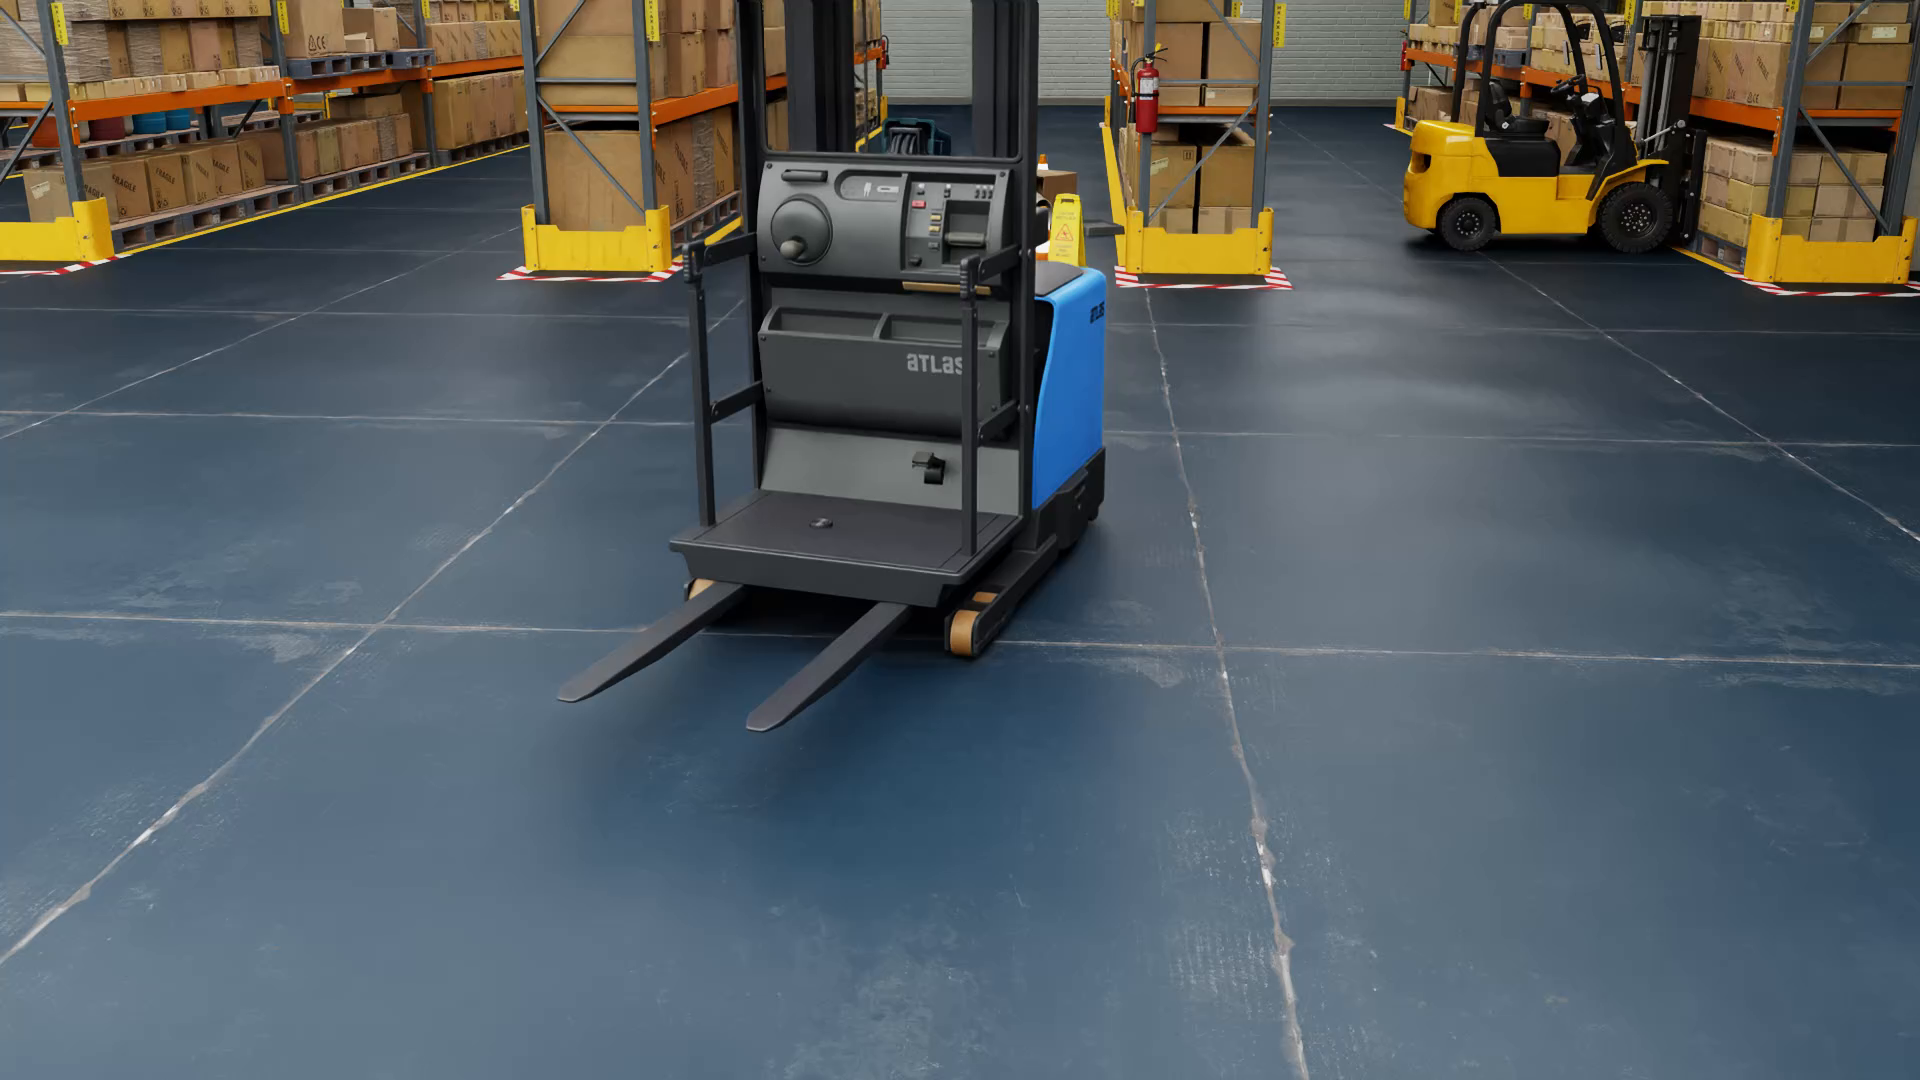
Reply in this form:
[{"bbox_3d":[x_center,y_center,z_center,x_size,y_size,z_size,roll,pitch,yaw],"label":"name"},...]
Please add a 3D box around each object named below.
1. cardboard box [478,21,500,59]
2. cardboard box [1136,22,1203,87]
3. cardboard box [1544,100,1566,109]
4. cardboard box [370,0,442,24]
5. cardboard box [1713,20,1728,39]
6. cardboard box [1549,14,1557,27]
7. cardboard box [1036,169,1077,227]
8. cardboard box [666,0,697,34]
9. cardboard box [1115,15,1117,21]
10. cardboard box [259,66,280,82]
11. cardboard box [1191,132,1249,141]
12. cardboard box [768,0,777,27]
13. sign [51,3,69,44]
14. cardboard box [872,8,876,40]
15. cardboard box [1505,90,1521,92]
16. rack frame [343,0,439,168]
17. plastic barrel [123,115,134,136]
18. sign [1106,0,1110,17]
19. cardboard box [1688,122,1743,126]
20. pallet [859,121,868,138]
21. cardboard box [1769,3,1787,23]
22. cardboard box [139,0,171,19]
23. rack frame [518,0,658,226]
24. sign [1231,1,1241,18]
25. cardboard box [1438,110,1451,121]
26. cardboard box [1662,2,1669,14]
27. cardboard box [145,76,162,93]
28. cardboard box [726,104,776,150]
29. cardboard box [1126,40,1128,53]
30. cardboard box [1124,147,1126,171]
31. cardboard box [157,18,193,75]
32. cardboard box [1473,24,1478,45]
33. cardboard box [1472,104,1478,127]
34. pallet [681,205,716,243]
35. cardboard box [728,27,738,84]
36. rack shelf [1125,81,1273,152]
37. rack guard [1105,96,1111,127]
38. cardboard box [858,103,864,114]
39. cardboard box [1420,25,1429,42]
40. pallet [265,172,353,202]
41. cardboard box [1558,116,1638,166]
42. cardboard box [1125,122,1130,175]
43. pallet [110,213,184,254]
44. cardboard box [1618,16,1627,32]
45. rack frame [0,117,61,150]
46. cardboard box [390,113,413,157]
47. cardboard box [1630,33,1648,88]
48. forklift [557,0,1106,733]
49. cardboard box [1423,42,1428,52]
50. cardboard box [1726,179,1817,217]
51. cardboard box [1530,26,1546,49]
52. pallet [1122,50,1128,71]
[{"bbox_3d":[-6.913,-7.149,23.762,0.500,0.500,0.500,1,18,3],"label":"cardboard box"},{"bbox_3d":[1.710,-3.984,13.625,0.500,0.500,0.500,1,18,3],"label":"cardboard box"},{"bbox_3d":[7.802,-5.631,21.589,0.380,0.149,0.250,2,18,5],"label":"cardboard box"},{"bbox_3d":[-7.297,-7.077,21.932,0.797,0.503,0.637,2,18,6],"label":"cardboard box"},{"bbox_3d":[6.710,-4.379,14.268,0.380,0.149,0.250,1,18,4],"label":"cardboard box"},{"bbox_3d":[7.143,-6.095,19.505,0.380,0.149,0.250,2,18,5],"label":"cardboard box"},{"bbox_3d":[0.798,-3.373,16.411,0.500,0.500,0.500,17,25,41],"label":"cardboard box"},{"bbox_3d":[-2.811,-4.742,14.602,0.875,0.550,0.550,1,18,4],"label":"cardboard box"},{"bbox_3d":[2.488,-7.740,23.959,0.500,0.500,0.500,1,18,5],"label":"cardboard box"},{"bbox_3d":[-7.374,-4.891,17.436,0.380,0.149,0.250,1,18,4],"label":"cardboard box"},{"bbox_3d":[2.358,-3.439,15.139,0.500,0.500,0.500,2,18,5],"label":"cardboard box"},{"bbox_3d":[-2.537,-6.251,19.416,0.700,0.500,0.500,1,18,3],"label":"cardboard box"},{"bbox_3d":[-7.398,-4.241,13.658,0.100,0.325,0.005,1,18,4],"label":"sign"},{"bbox_3d":[-1.670,-8.552,27.568,0.500,0.500,0.500,1,18,3],"label":"cardboard box"},{"bbox_3d":[8.005,-6.355,23.798,0.380,0.149,0.250,1,18,4],"label":"cardboard box"},{"bbox_3d":[-7.365,-6.326,21.412,1.000,3.000,0.127,1,18,4],"label":"rack frame"},{"bbox_3d":[-12.255,-6.134,24.148,0.421,0.512,0.421,0,18,0],"label":"plastic barrel"},{"bbox_3d":[2.539,-9.053,28.216,0.100,0.325,0.005,1,18,4],"label":"sign"},{"bbox_3d":[7.341,-3.964,16.338,0.500,0.250,0.500,2,18,5],"label":"cardboard box"},{"bbox_3d":[-2.041,-6.690,27.002,1.003,0.211,1.213,1,18,4],"label":"pallet"},{"bbox_3d":[6.699,-4.201,13.246,0.380,0.149,0.250,1,18,4],"label":"cardboard box"},{"bbox_3d":[-7.550,-4.981,15.062,0.500,0.500,0.500,1,18,4],"label":"cardboard box"},{"bbox_3d":[-2.999,-3.699,13.396,1.000,3.000,0.127,1,18,4],"label":"rack frame"},{"bbox_3d":[2.774,-5.264,16.781,0.100,0.325,0.005,1,18,4],"label":"sign"},{"bbox_3d":[7.530,-6.428,25.440,0.396,0.266,0.258,2,18,6],"label":"cardboard box"},{"bbox_3d":[6.954,-5.074,15.911,0.380,0.149,0.250,2,18,5],"label":"cardboard box"},{"bbox_3d":[-7.598,-4.194,15.308,0.380,0.149,0.250,1,18,4],"label":"cardboard box"},{"bbox_3d":[-2.684,-4.566,18.980,1.050,0.750,0.750,1,18,4],"label":"cardboard box"},{"bbox_3d":[2.151,-5.832,19.634,0.380,0.149,0.250,1,18,4],"label":"cardboard box"},{"bbox_3d":[2.316,-4.200,18.468,0.950,0.372,0.625,2,18,7],"label":"cardboard box"},{"bbox_3d":[-7.830,-4.668,15.713,0.875,0.500,0.500,1,18,4],"label":"cardboard box"},{"bbox_3d":[7.275,-6.950,22.858,0.396,0.266,0.258,2,18,7],"label":"cardboard box"},{"bbox_3d":[7.429,-5.784,23.096,0.500,0.500,0.500,1,18,2],"label":"cardboard box"},{"bbox_3d":[-2.930,-3.002,15.746,1.003,0.211,1.213,1,18,4],"label":"pallet"},{"bbox_3d":[-2.727,-4.898,16.813,0.875,0.550,0.550,1,18,4],"label":"cardboard box"},{"bbox_3d":[2.089,-3.900,15.162,1.077,0.370,4.000,1,18,4],"label":"rack shelf"},{"bbox_3d":[3.094,-7.409,28.732,1.175,0.500,0.348,1,18,4],"label":"rack guard"},{"bbox_3d":[-1.737,-6.921,26.653,0.380,0.149,0.250,1,18,3],"label":"cardboard box"},{"bbox_3d":[7.674,-8.101,26.592,0.500,0.250,0.500,1,18,3],"label":"cardboard box"},{"bbox_3d":[-7.598,-4.000,18.793,1.003,0.211,1.213,1,18,4],"label":"pallet"},{"bbox_3d":[7.325,-4.461,18.858,0.875,0.625,0.625,1,18,2],"label":"cardboard box"},{"bbox_3d":[1.921,-3.935,16.651,0.500,0.500,0.500,2,18,7],"label":"cardboard box"},{"bbox_3d":[-7.840,-2.791,15.103,1.003,0.211,1.213,1,18,4],"label":"pallet"},{"bbox_3d":[6.987,-5.300,17.079,0.380,0.149,0.250,1,18,3],"label":"cardboard box"},{"bbox_3d":[-12.306,-6.437,21.749,1.000,3.000,0.127,1,18,4],"label":"rack frame"},{"bbox_3d":[-7.394,-5.139,21.096,0.700,0.500,0.500,0,18,1],"label":"cardboard box"},{"bbox_3d":[6.891,-4.668,16.193,0.500,0.500,0.500,1,18,2],"label":"cardboard box"},{"bbox_3d":[-0.347,-1.132,5.671,1.130,2.935,3.031,6,19,19],"label":"forklift"},{"bbox_3d":[7.605,-7.865,26.513,0.380,0.149,0.250,1,18,2],"label":"cardboard box"},{"bbox_3d":[6.620,-2.799,13.587,0.500,0.250,0.500,1,18,3],"label":"cardboard box"},{"bbox_3d":[7.170,-6.030,19.945,0.500,0.250,0.500,1,18,4],"label":"cardboard box"},{"bbox_3d":[2.574,-5.790,20.084,1.213,0.211,1.003,1,18,4],"label":"pallet"}]
